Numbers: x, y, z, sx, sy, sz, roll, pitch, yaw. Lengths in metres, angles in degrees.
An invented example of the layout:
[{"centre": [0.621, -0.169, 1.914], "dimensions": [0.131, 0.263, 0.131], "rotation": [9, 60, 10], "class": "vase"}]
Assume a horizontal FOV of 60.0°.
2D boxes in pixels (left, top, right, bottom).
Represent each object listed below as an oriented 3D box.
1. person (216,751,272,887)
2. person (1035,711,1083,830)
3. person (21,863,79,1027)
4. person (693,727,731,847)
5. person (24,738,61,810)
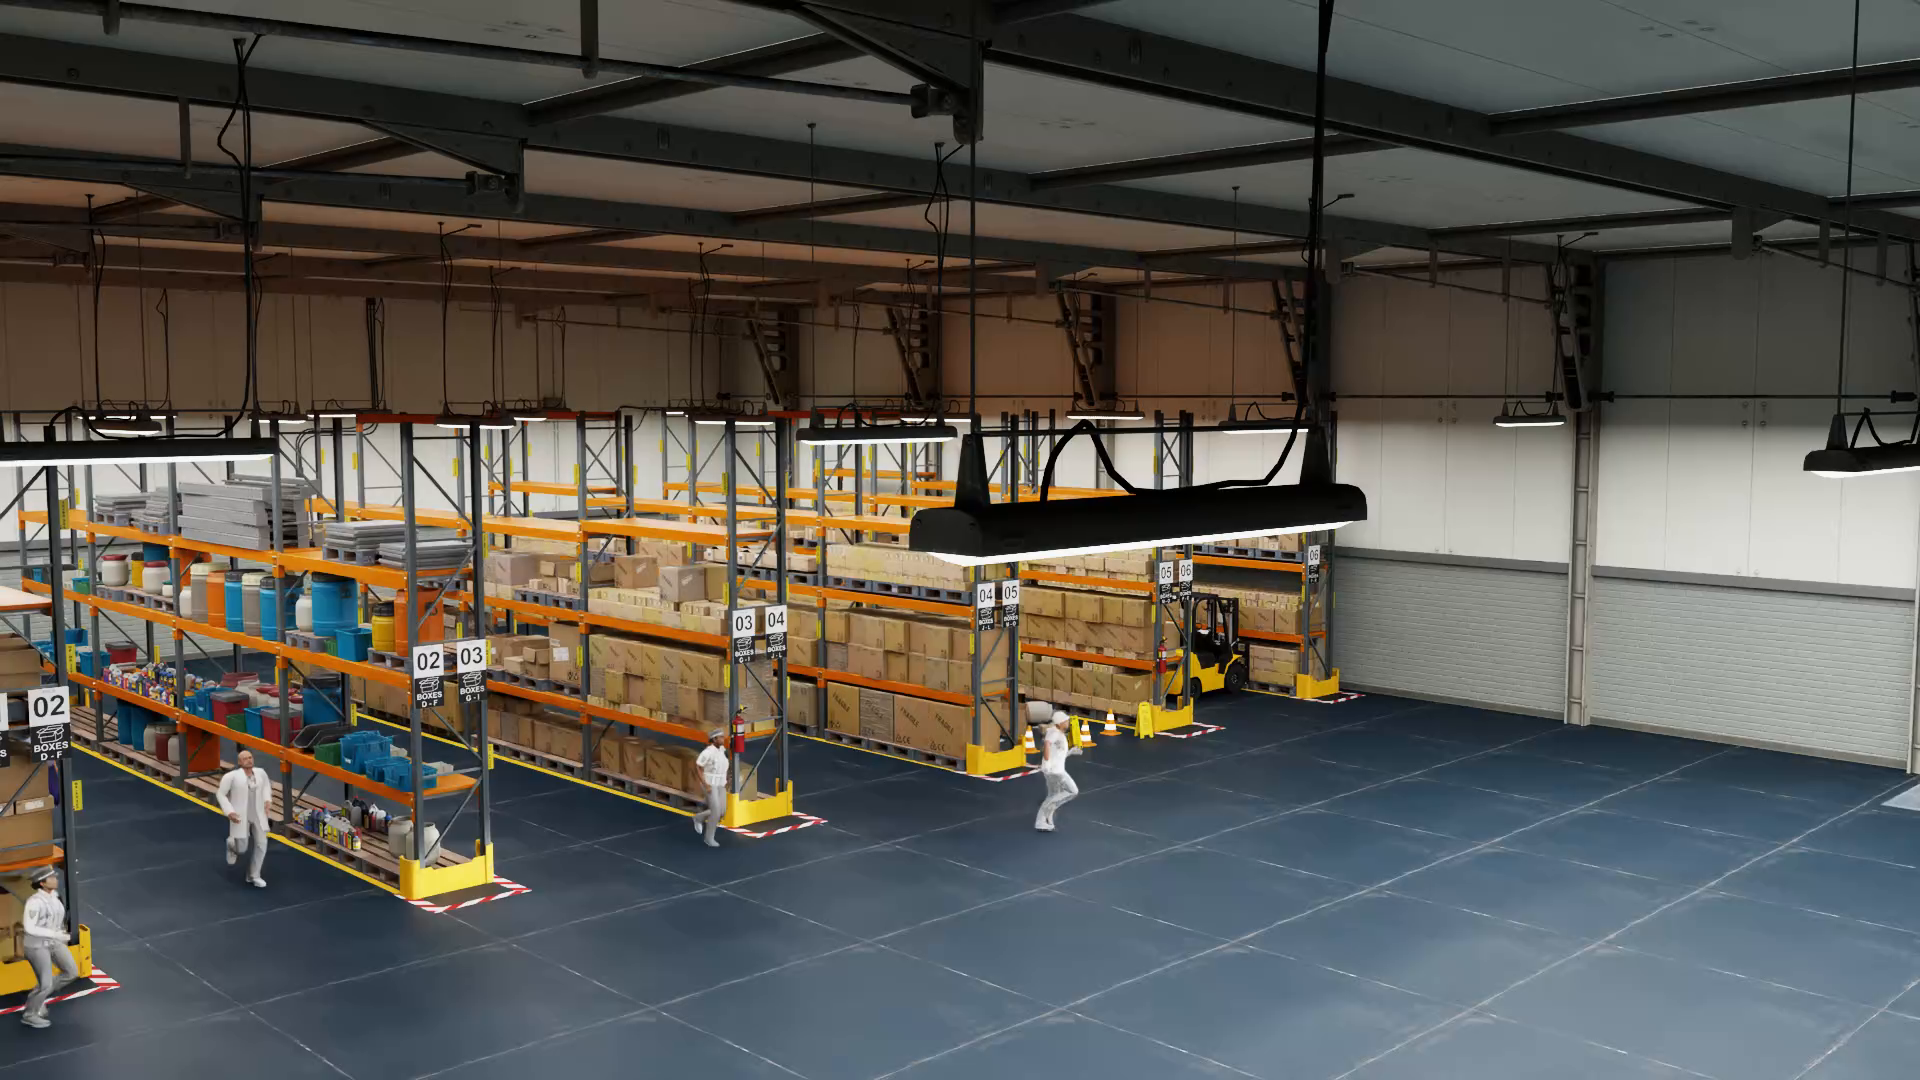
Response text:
[{"centre": [-9.295, 3.602, 21.664], "dimensions": [0.717, 1.741, 0.818], "rotation": [-5, 7, -43], "class": "person"}, {"centre": [1.445, 3.357, 24.187], "dimensions": [0.716, 1.724, 0.730], "rotation": [0, 5, -5], "class": "person"}, {"centre": [-9.159, 4.067, 16.725], "dimensions": [0.574, 1.654, 0.639], "rotation": [0, 5, -1], "class": "person"}, {"centre": [-3.534, 3.488, 23.630], "dimensions": [0.597, 1.666, 0.615], "rotation": [3, 6, 32], "class": "person"}, {"centre": [-13.351, 3.428, 24.190], "dimensions": [0.554, 1.601, 0.598], "rotation": [4, 6, 39], "class": "person"}]
